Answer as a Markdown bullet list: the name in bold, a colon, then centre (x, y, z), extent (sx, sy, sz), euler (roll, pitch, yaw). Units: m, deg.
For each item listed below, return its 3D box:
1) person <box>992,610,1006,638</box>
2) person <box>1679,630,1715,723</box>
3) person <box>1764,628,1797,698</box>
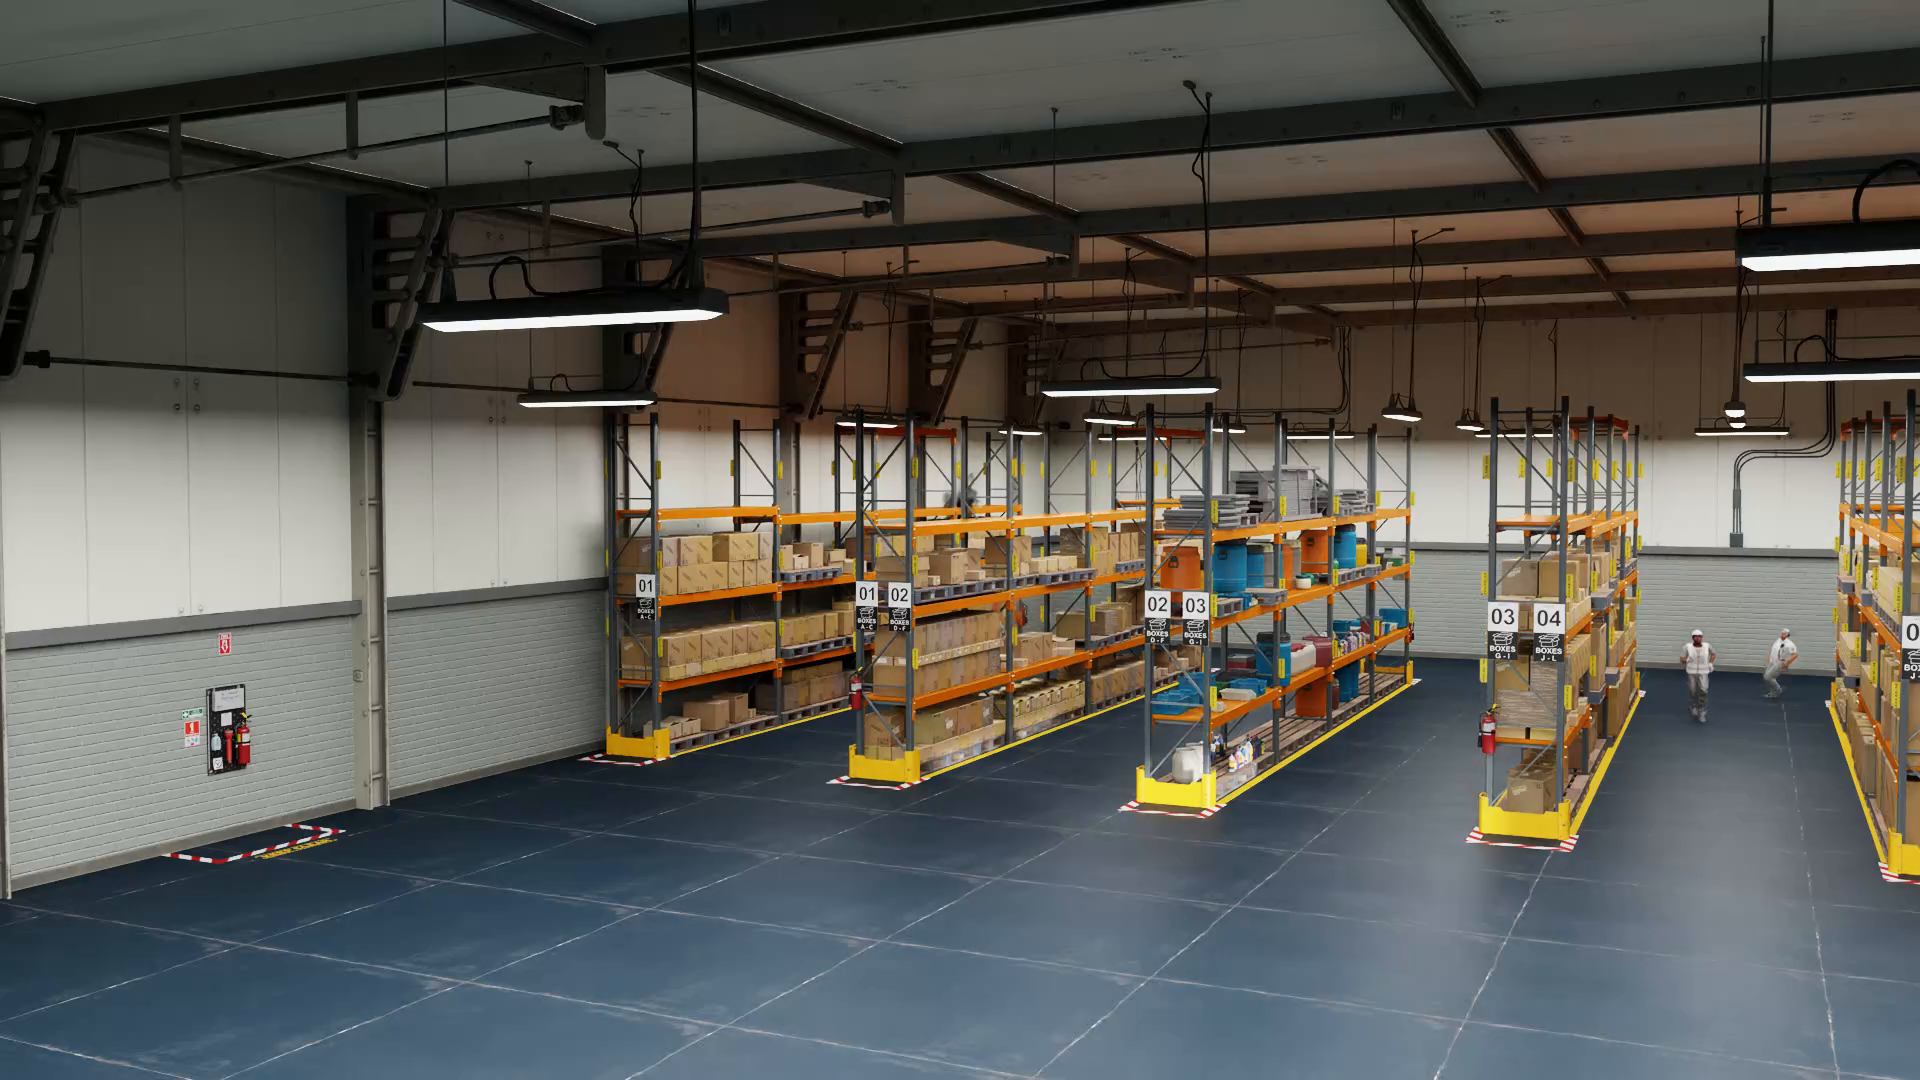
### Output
- **person**: centre (0.734, 2.448, 37.545), extent (0.662, 1.739, 0.570), euler (1, 2, 14)
- **person**: centre (14.757, 2.712, 33.299), extent (0.660, 1.847, 0.807), euler (1, 3, 23)
- **person**: centre (17.852, 2.702, 36.343), extent (0.587, 1.557, 0.720), euler (0, 2, 4)
